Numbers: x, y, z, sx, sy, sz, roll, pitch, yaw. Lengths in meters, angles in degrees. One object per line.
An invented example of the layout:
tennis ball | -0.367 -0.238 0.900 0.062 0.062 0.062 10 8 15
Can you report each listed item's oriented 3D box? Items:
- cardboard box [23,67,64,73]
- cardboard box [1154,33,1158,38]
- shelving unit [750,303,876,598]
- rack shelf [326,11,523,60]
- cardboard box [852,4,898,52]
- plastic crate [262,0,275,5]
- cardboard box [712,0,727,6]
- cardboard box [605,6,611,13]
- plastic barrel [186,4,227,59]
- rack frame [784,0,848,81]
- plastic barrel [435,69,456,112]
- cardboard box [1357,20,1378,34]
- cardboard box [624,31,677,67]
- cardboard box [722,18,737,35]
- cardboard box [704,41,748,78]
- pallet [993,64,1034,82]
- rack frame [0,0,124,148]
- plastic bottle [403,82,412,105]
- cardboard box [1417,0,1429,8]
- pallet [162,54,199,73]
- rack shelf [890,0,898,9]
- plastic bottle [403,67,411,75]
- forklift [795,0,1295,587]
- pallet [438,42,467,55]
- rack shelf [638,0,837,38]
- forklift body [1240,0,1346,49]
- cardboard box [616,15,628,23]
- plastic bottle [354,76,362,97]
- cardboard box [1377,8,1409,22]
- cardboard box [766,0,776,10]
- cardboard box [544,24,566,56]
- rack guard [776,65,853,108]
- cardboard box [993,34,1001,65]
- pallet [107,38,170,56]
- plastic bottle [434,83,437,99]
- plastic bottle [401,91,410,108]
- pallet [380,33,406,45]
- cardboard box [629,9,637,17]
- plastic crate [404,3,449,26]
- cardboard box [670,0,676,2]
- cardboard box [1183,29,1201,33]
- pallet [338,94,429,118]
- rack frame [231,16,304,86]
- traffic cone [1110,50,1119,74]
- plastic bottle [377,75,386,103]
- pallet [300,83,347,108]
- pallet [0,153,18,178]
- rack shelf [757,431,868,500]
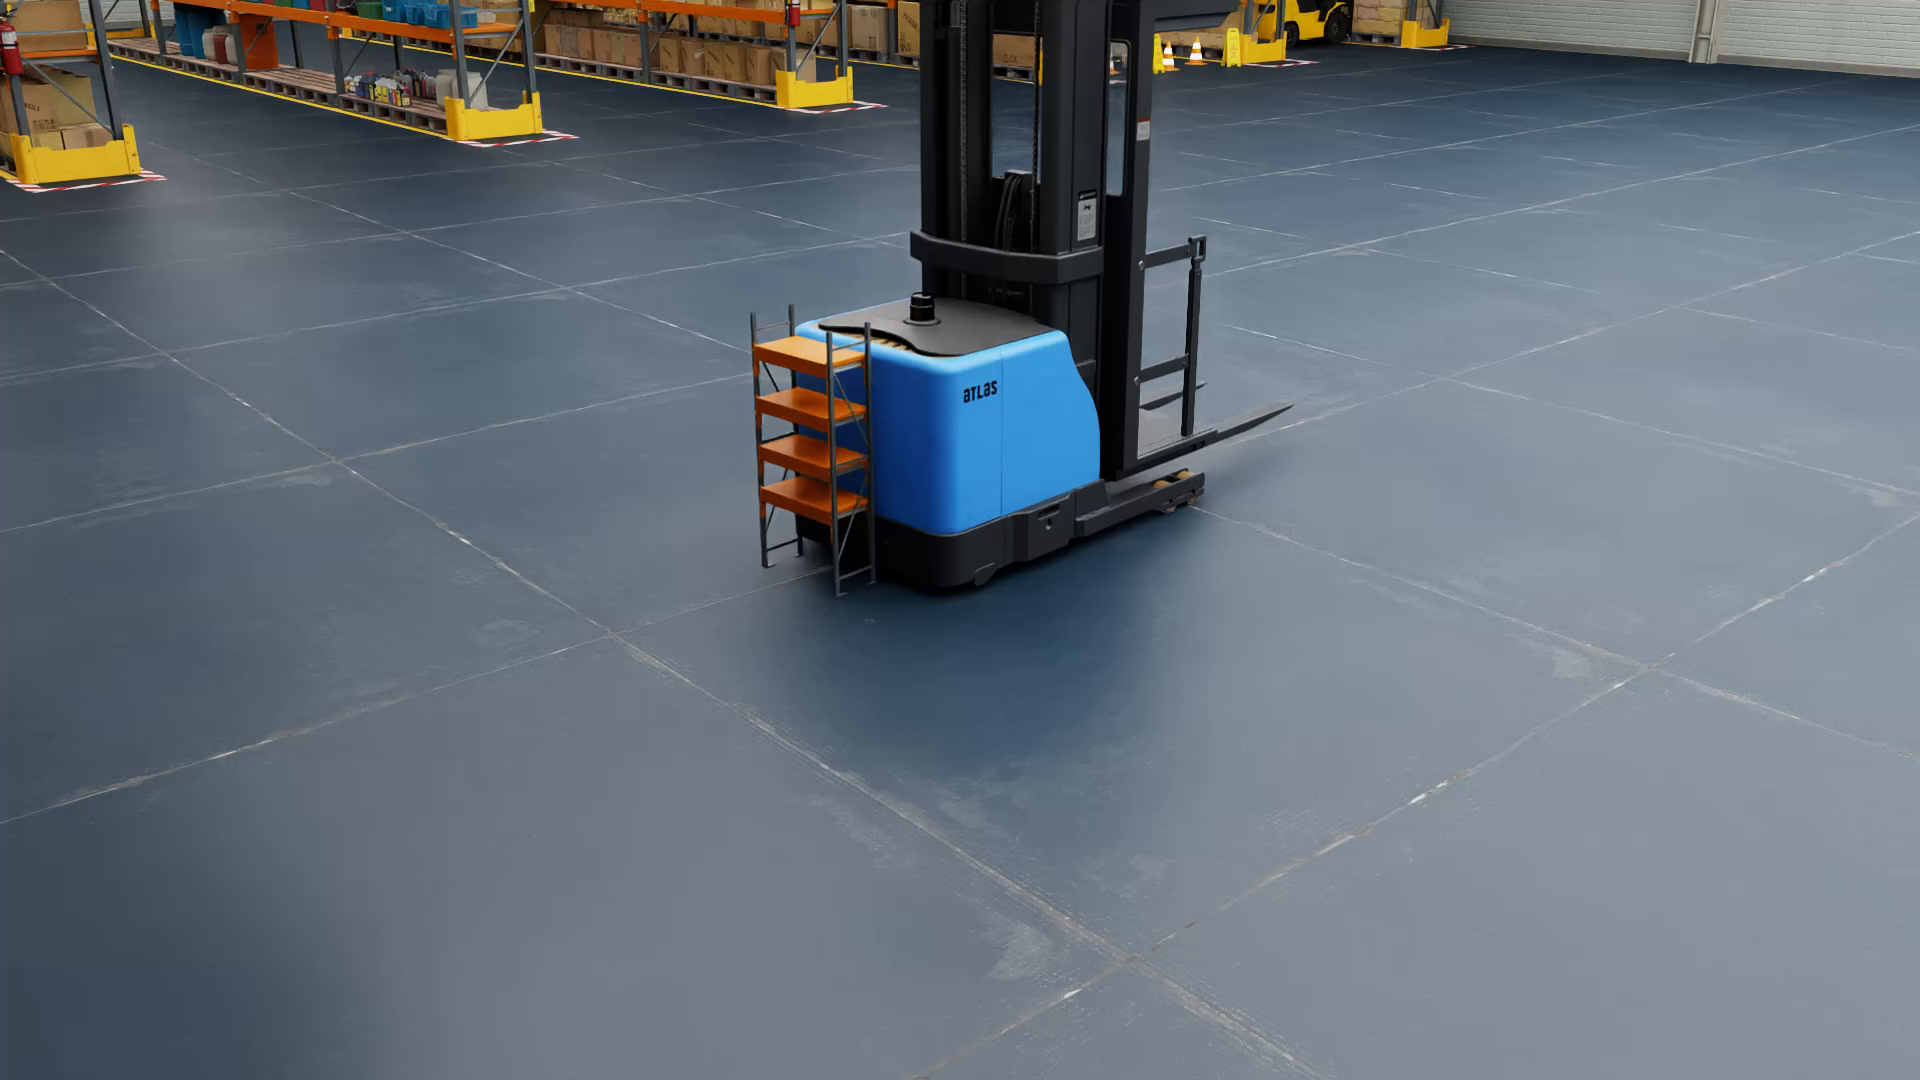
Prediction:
cardboard box | -10.712 -5.223 19.372 0.500 0.500 0.500 -17 27 -37
cardboard box | 3.737 -9.561 31.476 0.500 0.250 0.500 -18 28 -38
shelving unit | -0.645 -0.397 7.352 0.503 1.200 0.258 19 28 40
rack shelf | -7.104 -6.738 22.061 1.077 0.370 4.000 -17 27 -37
cardboard box | -1.307 -9.256 30.011 1.050 0.750 0.750 -18 27 -38
plastic crate | -10.197 -8.241 24.824 0.402 0.464 0.583 -17 27 -37
cardboard box | -3.447 -8.002 24.645 0.380 0.149 0.250 -17 27 -37
cardboard box | -7.617 -11.725 36.733 0.380 0.149 0.250 -16 26 -35
plastic barrel | -12.827 -8.704 28.396 0.600 0.901 0.708 -17 27 -37
rack frame | -2.046 -7.700 23.529 1.000 3.000 0.127 -17 27 -37
plastic barrel | -6.613 -5.860 21.667 0.421 0.512 0.421 0 21 0
cardboard box | 8.356 -10.351 33.493 0.500 0.250 0.500 -17 27 -37
cardboard box | -5.041 -8.020 27.172 0.500 0.500 0.700 20 29 41
cardboard box | -4.408 -10.358 33.169 0.500 0.500 0.500 -16 27 -35
cardboard box | -3.582 -7.407 25.634 0.500 0.500 0.500 19 29 40
pallet | 1.197 -7.756 27.497 1.003 0.211 1.213 -17 27 -37
rack frame | -9.553 -5.342 17.511 1.000 3.000 0.127 -17 27 -37
plastic bottle | -7.392 -5.965 22.222 0.061 0.283 0.133 -17 27 -37
cardboard box | 9.049 -10.800 33.268 0.500 0.250 0.500 -18 28 -38
pallet | -13.159 -8.314 28.922 1.003 0.211 1.213 -17 27 -37
rack shelf | 0.472 -9.070 28.014 1.077 0.370 4.000 -17 27 -37
plastic bottle | -7.770 -6.488 23.464 0.144 0.351 0.185 -18 28 -39
forklift | 0.598 -1.609 8.073 1.130 2.935 3.031 19 28 40
pallet | -9.318 -9.521 32.004 1.003 0.211 1.213 -17 27 -37
rack shelf | -3.351 -7.917 25.071 1.077 0.370 4.000 -17 27 -37
forklift body | 6.600 -10.936 32.955 2.313 2.155 1.214 -17 27 -37
cardboard box | -7.245 -11.349 36.180 0.380 0.149 0.250 -18 27 -38
plastic bottle | -8.301 -6.287 23.054 0.152 0.276 0.135 -16 27 -36
cardboard box | 8.665 -10.449 33.059 0.500 0.250 0.500 -18 28 -38
cardboard box | -2.551 -7.681 23.827 0.380 0.149 0.250 -17 27 -37
cardboard box | -6.815 -8.770 29.087 0.700 0.500 0.500 -19 28 -40
rack guard | -2.095 -6.557 24.039 1.175 0.500 0.348 -17 27 -37
cardboard box | 0.709 -8.473 27.841 0.875 0.875 0.875 -18 28 -38
pallet | -15.733 -9.405 31.708 1.003 0.211 1.213 -17 27 -37
plastic bottle | -7.167 -6.208 22.860 0.097 0.271 0.097 0 21 0
plastic bottle | -7.329 -5.825 21.978 0.097 0.201 0.097 0 21 0
pallet | -11.116 -10.282 33.947 1.003 0.211 1.213 -17 27 -37
cardboard box | -6.876 -11.327 35.717 0.380 0.149 0.250 -19 28 -39
plastic crate | -6.771 -6.699 21.179 0.499 0.251 0.408 -17 27 -37
cardboard box | -4.237 -8.355 25.548 0.380 0.149 0.250 -17 27 -37
cardboard box | 4.398 -9.626 30.613 0.500 0.500 0.500 -16 27 -36
pallet | -8.002 -6.132 23.350 1.003 0.211 1.213 -17 27 -37
rack frame | -11.020 -8.731 26.162 1.000 3.000 0.127 -17 27 -37
traffic cone | 2.507 -8.156 28.173 0.336 0.463 0.334 -17 27 -37
plastic bottle | -7.796 -6.106 22.489 0.144 0.351 0.185 -18 27 -38
pallet | -8.951 -6.535 24.379 1.003 0.211 1.213 -17 27 -37
pallet | -10.084 -4.245 18.533 1.003 0.211 1.213 -17 27 -37
rack shelf | -0.645 -0.334 7.377 0.480 0.148 0.258 19 28 40
